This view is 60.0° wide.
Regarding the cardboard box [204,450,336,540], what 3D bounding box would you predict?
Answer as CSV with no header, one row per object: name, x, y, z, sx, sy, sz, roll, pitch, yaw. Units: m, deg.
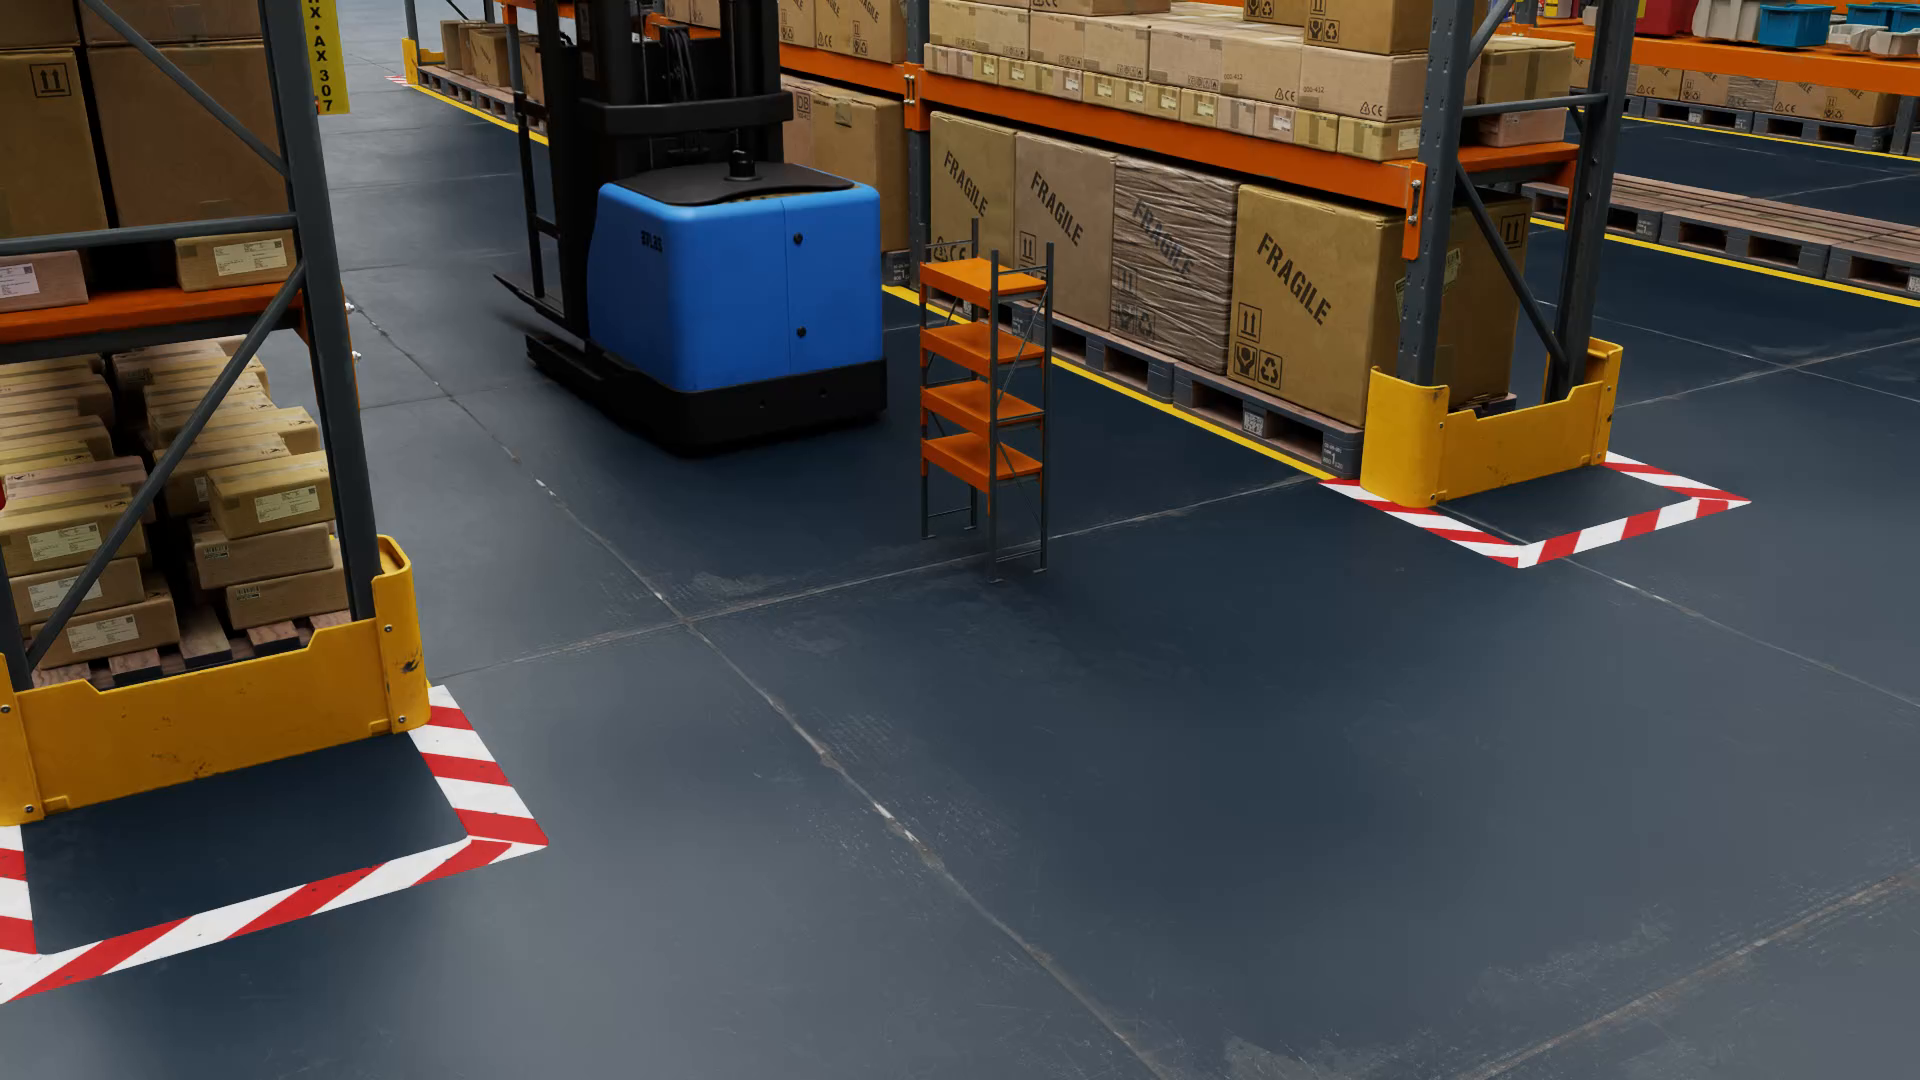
cardboard box,-2.090,-0.144,5.120,0.380,0.149,0.250,-14,26,-31

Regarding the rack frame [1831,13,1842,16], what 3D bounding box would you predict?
rack frame,10.890,-7.129,19.866,1.000,3.000,0.127,-13,25,-28

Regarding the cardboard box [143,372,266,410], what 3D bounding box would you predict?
cardboard box,-2.684,-0.472,5.928,0.380,0.149,0.250,-12,25,-26

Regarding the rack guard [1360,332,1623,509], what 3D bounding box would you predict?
rack guard,2.213,-0.515,6.915,1.175,0.500,0.348,-13,25,-28

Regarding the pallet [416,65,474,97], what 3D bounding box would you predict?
pallet,-5.549,-5.274,19.007,1.003,0.211,1.213,-13,25,-28

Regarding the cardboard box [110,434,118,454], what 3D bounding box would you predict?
cardboard box,-3.350,-0.266,6.211,0.380,0.149,0.250,-12,25,-27

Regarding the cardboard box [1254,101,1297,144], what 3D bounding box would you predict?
cardboard box,1.474,-1.782,7.046,0.380,0.149,0.250,-13,25,-28

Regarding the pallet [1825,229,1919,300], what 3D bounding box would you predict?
pallet,6.071,-1.616,10.007,1.003,0.211,1.213,-13,25,-28

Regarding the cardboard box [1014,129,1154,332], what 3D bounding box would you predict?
cardboard box,0.886,-1.666,8.690,0.875,0.875,0.875,-13,25,-28

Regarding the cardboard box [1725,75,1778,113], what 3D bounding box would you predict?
cardboard box,7.677,-4.354,15.776,0.500,0.500,0.500,-12,25,-28

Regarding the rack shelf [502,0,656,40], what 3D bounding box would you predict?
rack shelf,-2.907,-4.585,14.563,1.077,0.370,4.000,-13,25,-28

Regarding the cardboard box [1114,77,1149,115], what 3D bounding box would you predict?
cardboard box,0.955,-2.111,7.856,0.380,0.149,0.250,-12,25,-27

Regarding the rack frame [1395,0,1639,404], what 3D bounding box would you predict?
rack frame,2.201,-1.681,6.463,1.000,3.000,0.127,-13,25,-28

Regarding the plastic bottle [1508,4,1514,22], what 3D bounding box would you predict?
plastic bottle,4.034,-3.932,12.265,0.097,0.201,0.097,0,22,0

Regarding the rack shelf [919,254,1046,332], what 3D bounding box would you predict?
rack shelf,0.085,-0.866,5.806,0.258,0.148,0.480,-13,25,-28

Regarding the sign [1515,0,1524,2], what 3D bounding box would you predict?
sign,3.942,-3.951,11.682,0.100,0.325,0.005,-13,25,-28

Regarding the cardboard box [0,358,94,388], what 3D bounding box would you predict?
cardboard box,-3.384,-0.542,6.099,0.380,0.149,0.250,-12,25,-28

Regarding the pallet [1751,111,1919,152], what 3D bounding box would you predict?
pallet,8.228,-3.844,15.489,1.003,0.211,1.213,-13,25,-28

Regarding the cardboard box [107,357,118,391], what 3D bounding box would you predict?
cardboard box,-3.379,-0.757,7.023,0.380,0.149,0.250,-12,25,-28

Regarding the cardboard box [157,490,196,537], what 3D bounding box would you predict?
cardboard box,-2.454,-0.152,5.535,0.380,0.149,0.250,-12,25,-28

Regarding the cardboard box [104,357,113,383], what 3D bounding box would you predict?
cardboard box,-3.604,-0.767,7.442,0.380,0.149,0.250,-12,25,-27

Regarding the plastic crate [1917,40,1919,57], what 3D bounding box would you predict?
plastic crate,5.751,-2.865,9.647,0.396,0.136,0.243,-13,25,-28

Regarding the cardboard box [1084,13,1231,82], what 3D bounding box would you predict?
cardboard box,0.937,-2.352,7.918,0.500,0.250,0.500,-13,25,-28

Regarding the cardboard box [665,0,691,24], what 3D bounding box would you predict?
cardboard box,-1.871,-4.107,12.300,0.500,0.500,0.500,-12,25,-27

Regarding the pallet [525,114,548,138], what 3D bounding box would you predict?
pallet,-3.530,-4.022,15.926,1.003,0.211,1.213,-13,25,-28

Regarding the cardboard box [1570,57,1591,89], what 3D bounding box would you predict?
cardboard box,6.620,-5.018,17.409,0.500,0.500,0.500,-11,25,-26

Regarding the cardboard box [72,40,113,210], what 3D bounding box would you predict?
cardboard box,-2.402,-1.310,5.024,0.500,0.500,0.500,-13,25,-28

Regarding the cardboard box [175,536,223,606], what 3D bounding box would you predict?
cardboard box,-2.311,0.066,5.393,0.380,0.149,0.250,-13,25,-28

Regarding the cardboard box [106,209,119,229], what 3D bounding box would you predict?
cardboard box,-2.506,-1.040,5.221,0.380,0.149,0.250,-11,25,-26

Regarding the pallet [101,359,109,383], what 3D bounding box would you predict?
pallet,-3.784,-0.552,7.389,1.003,0.211,1.213,-13,25,-28

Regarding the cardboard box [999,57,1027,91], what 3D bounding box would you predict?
cardboard box,0.428,-2.445,8.676,0.380,0.149,0.250,-13,26,-30

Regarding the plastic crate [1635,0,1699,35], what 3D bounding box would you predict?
plastic crate,4.656,-3.649,11.140,0.402,0.464,0.583,-13,25,-28

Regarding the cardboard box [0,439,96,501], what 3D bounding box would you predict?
cardboard box,-2.923,-0.183,5.217,0.380,0.149,0.250,-13,26,-29

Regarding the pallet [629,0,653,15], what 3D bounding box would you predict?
pallet,-2.341,-4.392,13.388,1.213,0.211,1.003,-13,25,-28

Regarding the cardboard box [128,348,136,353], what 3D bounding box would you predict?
cardboard box,-3.171,-0.816,6.773,0.380,0.149,0.250,-14,26,-31

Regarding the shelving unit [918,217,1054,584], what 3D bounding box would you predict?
shelving unit,0.085,-0.502,5.954,0.258,1.200,0.503,-13,25,-28

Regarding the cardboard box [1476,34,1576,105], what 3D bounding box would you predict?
cardboard box,2.188,-1.956,6.945,0.500,0.250,0.500,-13,26,-30

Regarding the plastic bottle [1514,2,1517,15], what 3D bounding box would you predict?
plastic bottle,4.320,-4.212,12.856,0.152,0.276,0.135,-13,25,-28

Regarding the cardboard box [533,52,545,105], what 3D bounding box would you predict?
cardboard box,-3.634,-4.408,15.909,0.700,0.500,0.500,-15,26,-32

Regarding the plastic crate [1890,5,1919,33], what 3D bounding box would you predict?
plastic crate,5.943,-3.153,10.228,0.416,0.233,0.300,-13,25,-28

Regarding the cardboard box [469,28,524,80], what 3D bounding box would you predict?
cardboard box,-5.029,-5.298,18.125,0.500,0.500,0.500,-10,24,-23

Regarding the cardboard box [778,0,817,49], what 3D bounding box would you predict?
cardboard box,-0.836,-3.450,10.683,0.500,0.500,0.500,-13,25,-29

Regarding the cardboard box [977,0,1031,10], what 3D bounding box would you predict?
cardboard box,0.428,-3.026,8.582,0.500,0.500,0.500,-13,25,-28

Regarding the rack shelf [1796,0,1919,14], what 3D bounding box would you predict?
rack shelf,7.654,-5.194,16.062,1.077,0.370,4.000,-13,25,-28

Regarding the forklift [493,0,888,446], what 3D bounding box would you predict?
forklift,-1.554,-2.263,7.987,1.130,2.935,3.031,-14,26,-30

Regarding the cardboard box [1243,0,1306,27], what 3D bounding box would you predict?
cardboard box,1.663,-2.632,7.612,0.500,0.500,0.500,-13,26,-30
